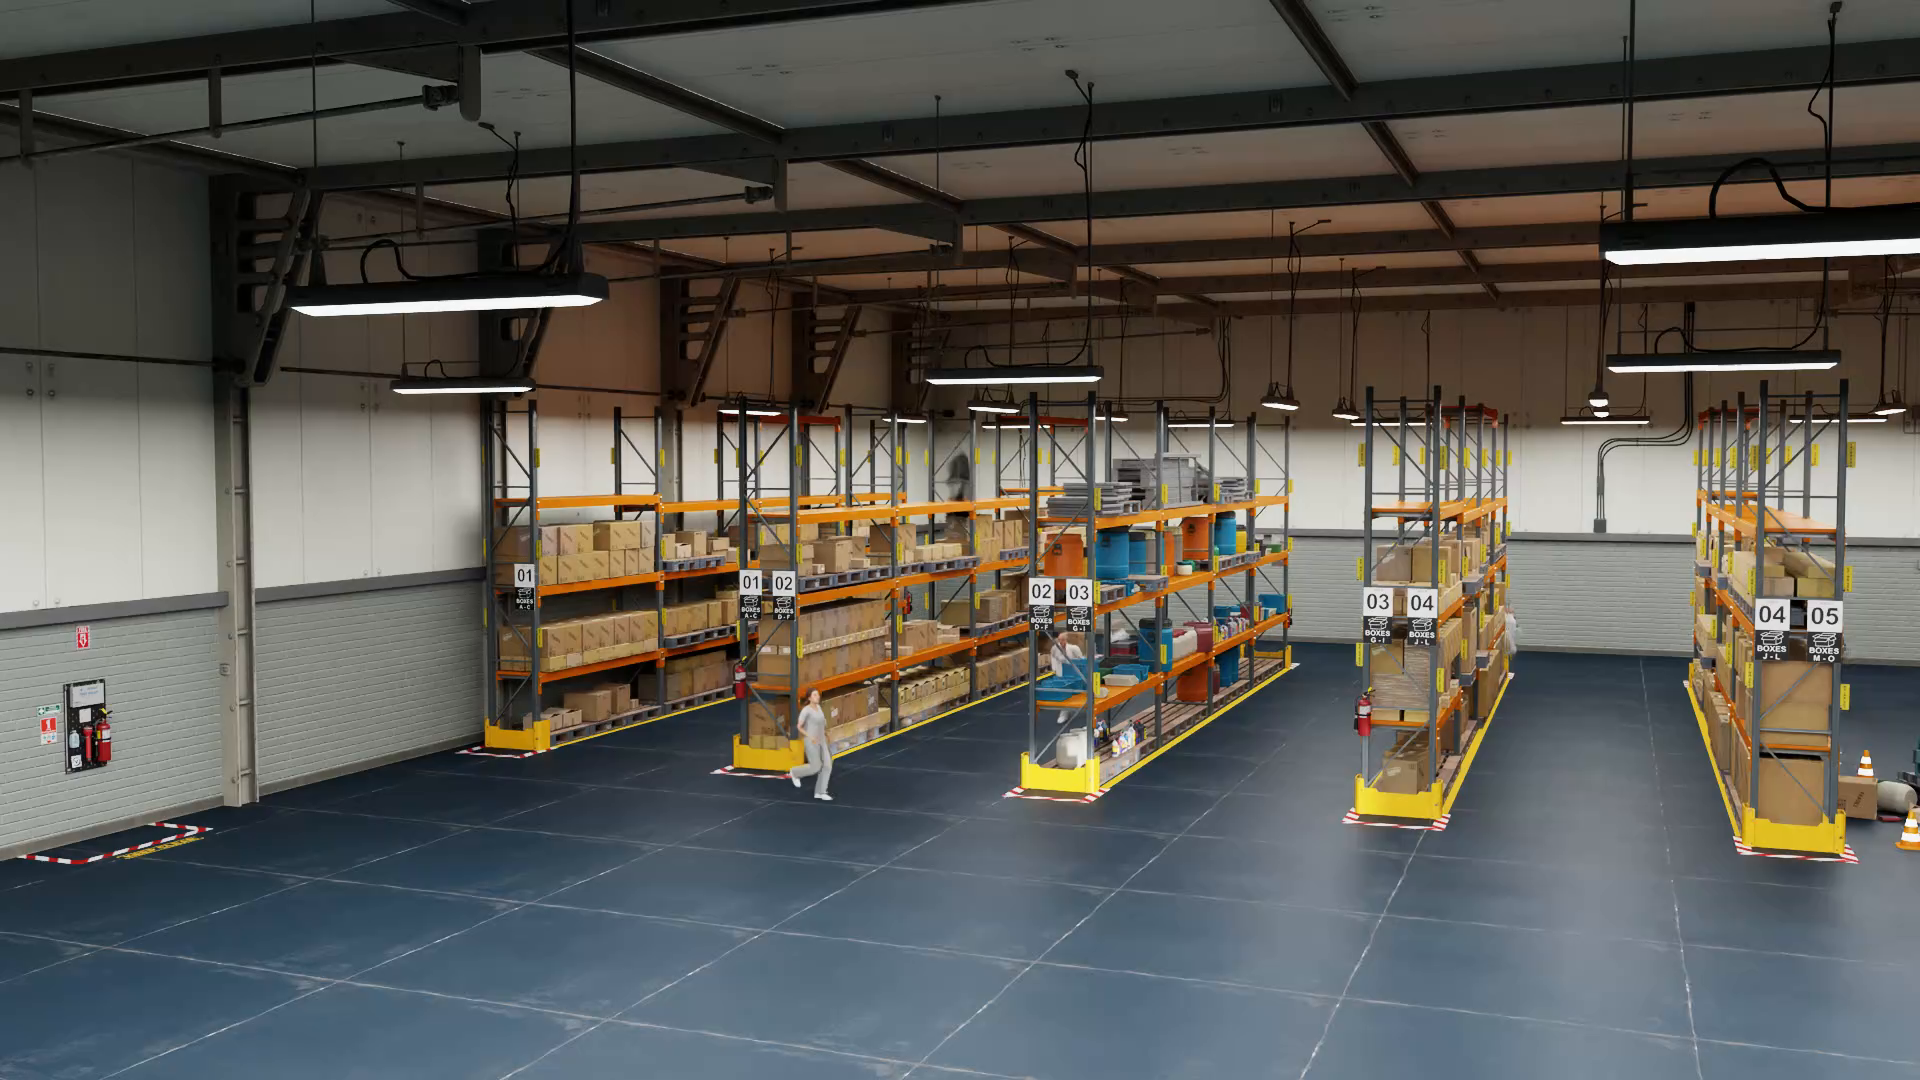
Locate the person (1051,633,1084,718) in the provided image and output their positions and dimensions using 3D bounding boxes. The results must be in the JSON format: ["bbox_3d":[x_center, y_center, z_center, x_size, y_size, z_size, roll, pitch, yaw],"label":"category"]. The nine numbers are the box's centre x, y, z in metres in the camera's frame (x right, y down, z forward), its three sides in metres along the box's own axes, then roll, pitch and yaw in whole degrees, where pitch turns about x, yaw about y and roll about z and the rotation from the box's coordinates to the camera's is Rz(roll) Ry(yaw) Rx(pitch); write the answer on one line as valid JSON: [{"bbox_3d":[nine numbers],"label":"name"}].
[{"bbox_3d":[-5.198,3.310,17.192,6.090,1.700,33.063,1,3,22],"label":"person"}]

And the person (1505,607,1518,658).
[{"bbox_3d":[12.791,2.281,38.830,0.615,1.607,0.577,-3,4,-42],"label":"person"}]

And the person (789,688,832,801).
[{"bbox_3d":[-2.171,2.989,24.458,0.746,1.633,0.573,2,3,35],"label":"person"}]
